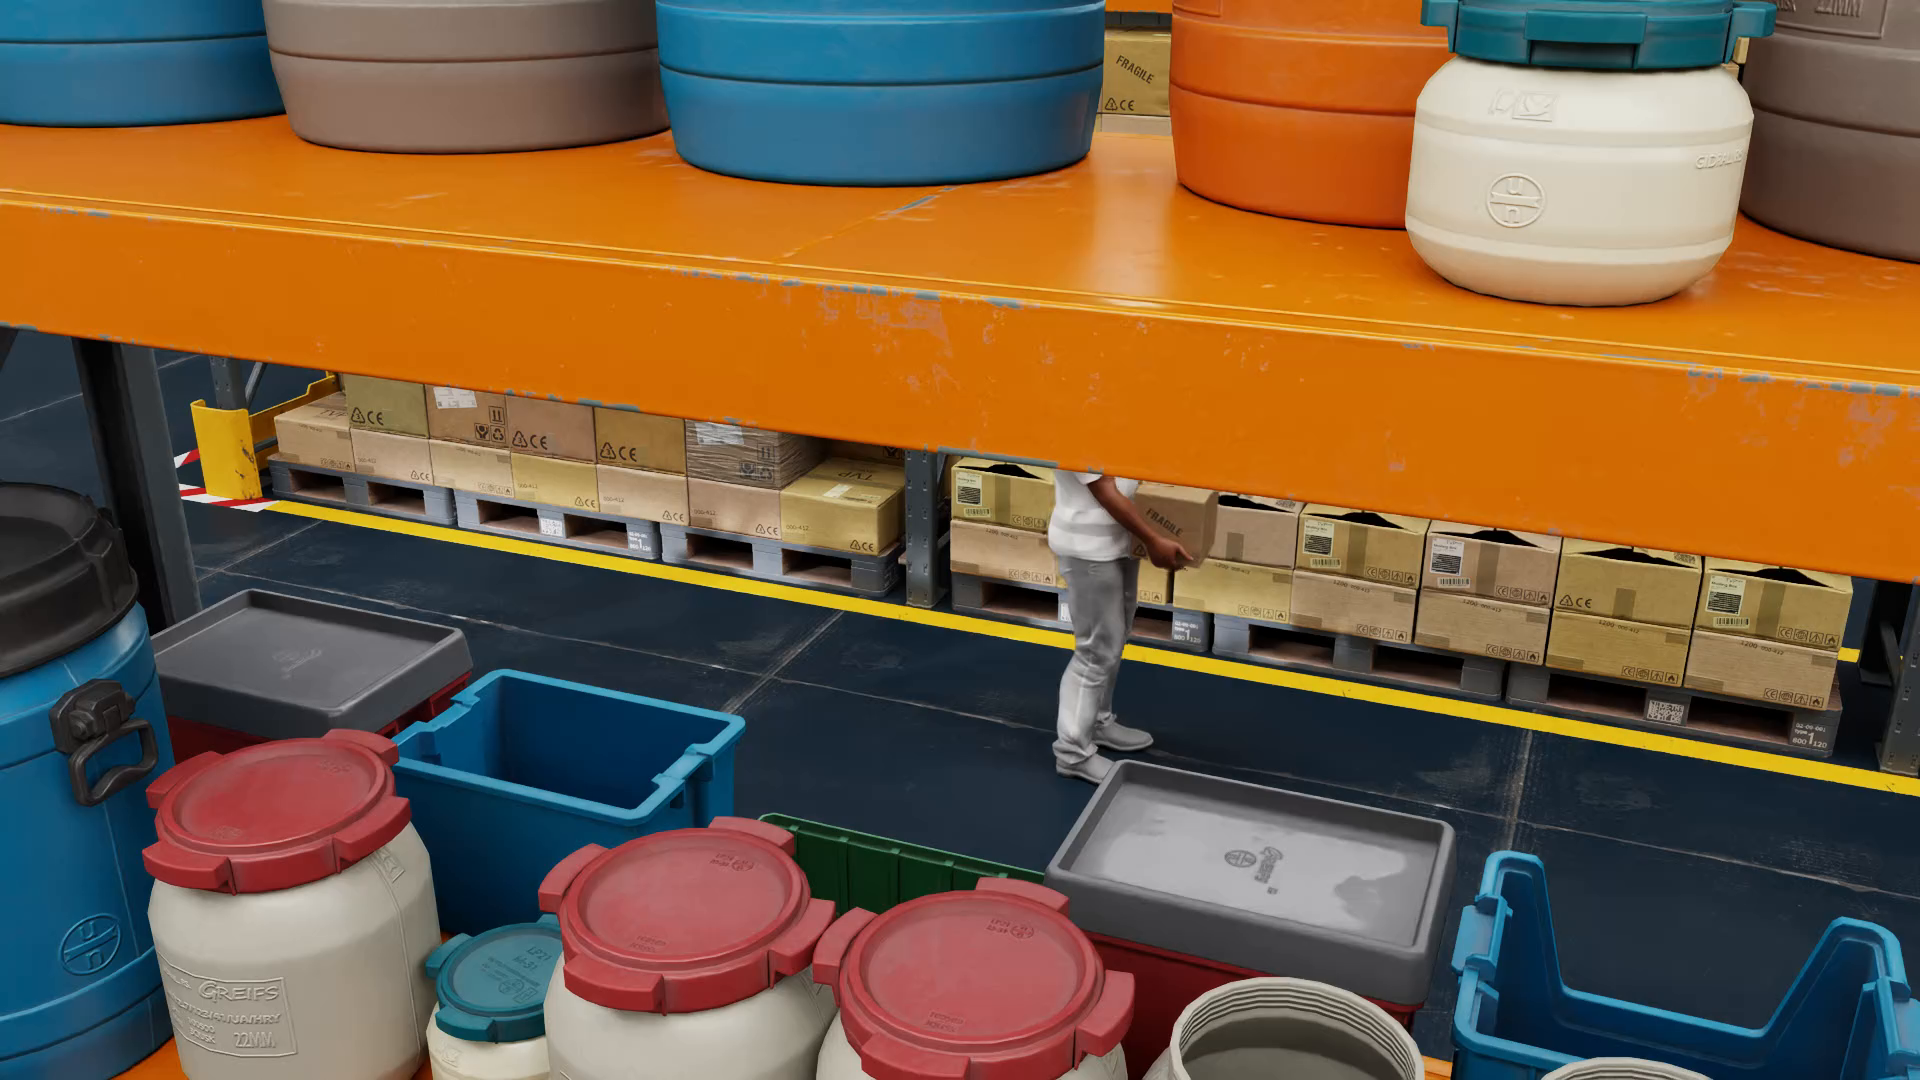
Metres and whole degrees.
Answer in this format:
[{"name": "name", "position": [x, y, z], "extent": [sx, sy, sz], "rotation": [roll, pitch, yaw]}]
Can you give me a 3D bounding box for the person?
[{"name": "person", "position": [0.598, 0.025, 5.999], "extent": [0.575, 1.767, 0.510], "rotation": [9, 24, 20]}]
